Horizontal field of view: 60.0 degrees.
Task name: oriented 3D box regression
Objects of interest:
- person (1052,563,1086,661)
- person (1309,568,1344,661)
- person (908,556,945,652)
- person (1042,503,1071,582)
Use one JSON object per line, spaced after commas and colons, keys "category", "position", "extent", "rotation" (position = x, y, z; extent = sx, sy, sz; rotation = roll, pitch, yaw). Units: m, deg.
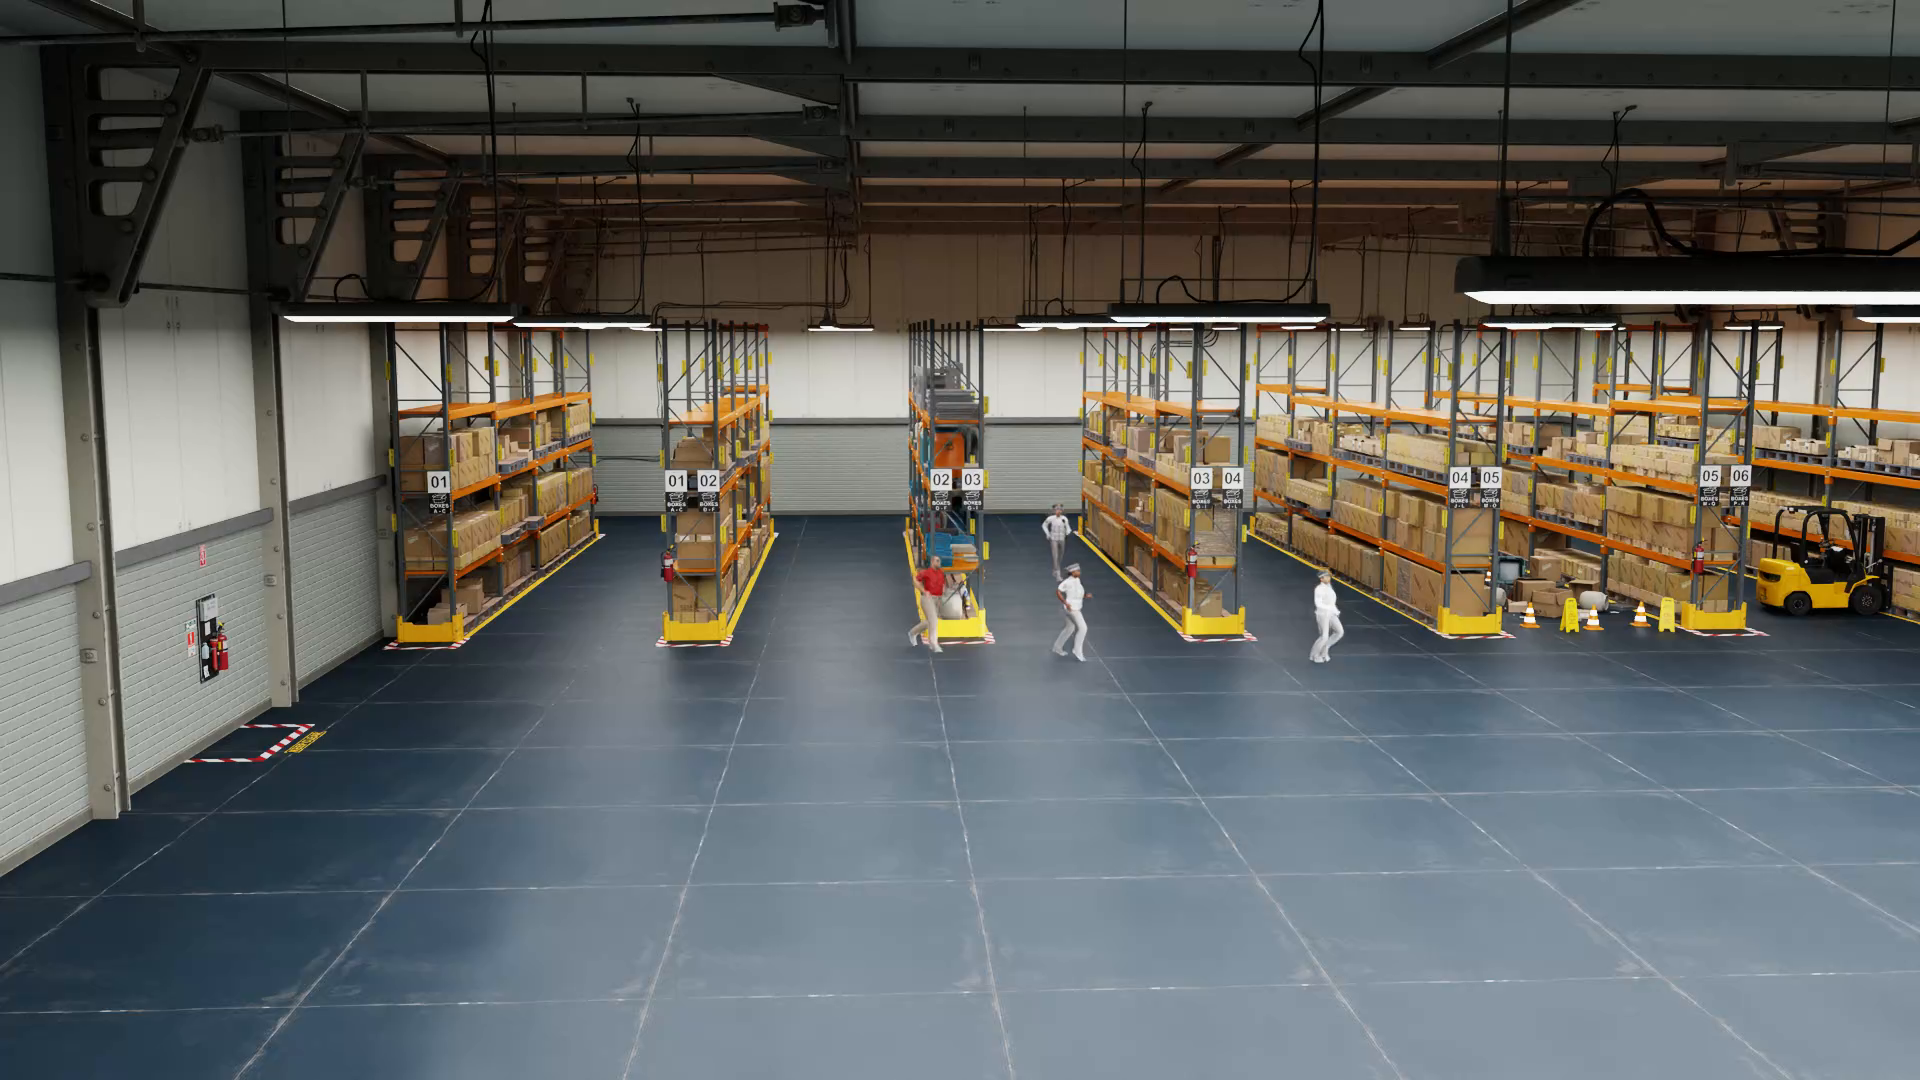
{"category": "person", "position": [1.941, 1.267, 29.433], "extent": [0.646, 1.756, 0.523], "rotation": [2, 7, 17]}
{"category": "person", "position": [6.414, 1.310, 29.077], "extent": [0.601, 1.654, 0.628], "rotation": [6, 9, 42]}
{"category": "person", "position": [-0.519, 1.142, 30.448], "extent": [0.876, 1.719, 0.698], "rotation": [5, 9, 38]}
{"category": "person", "position": [2.168, 0.033, 36.961], "extent": [0.618, 1.710, 0.829], "rotation": [-1, 7, -10]}
